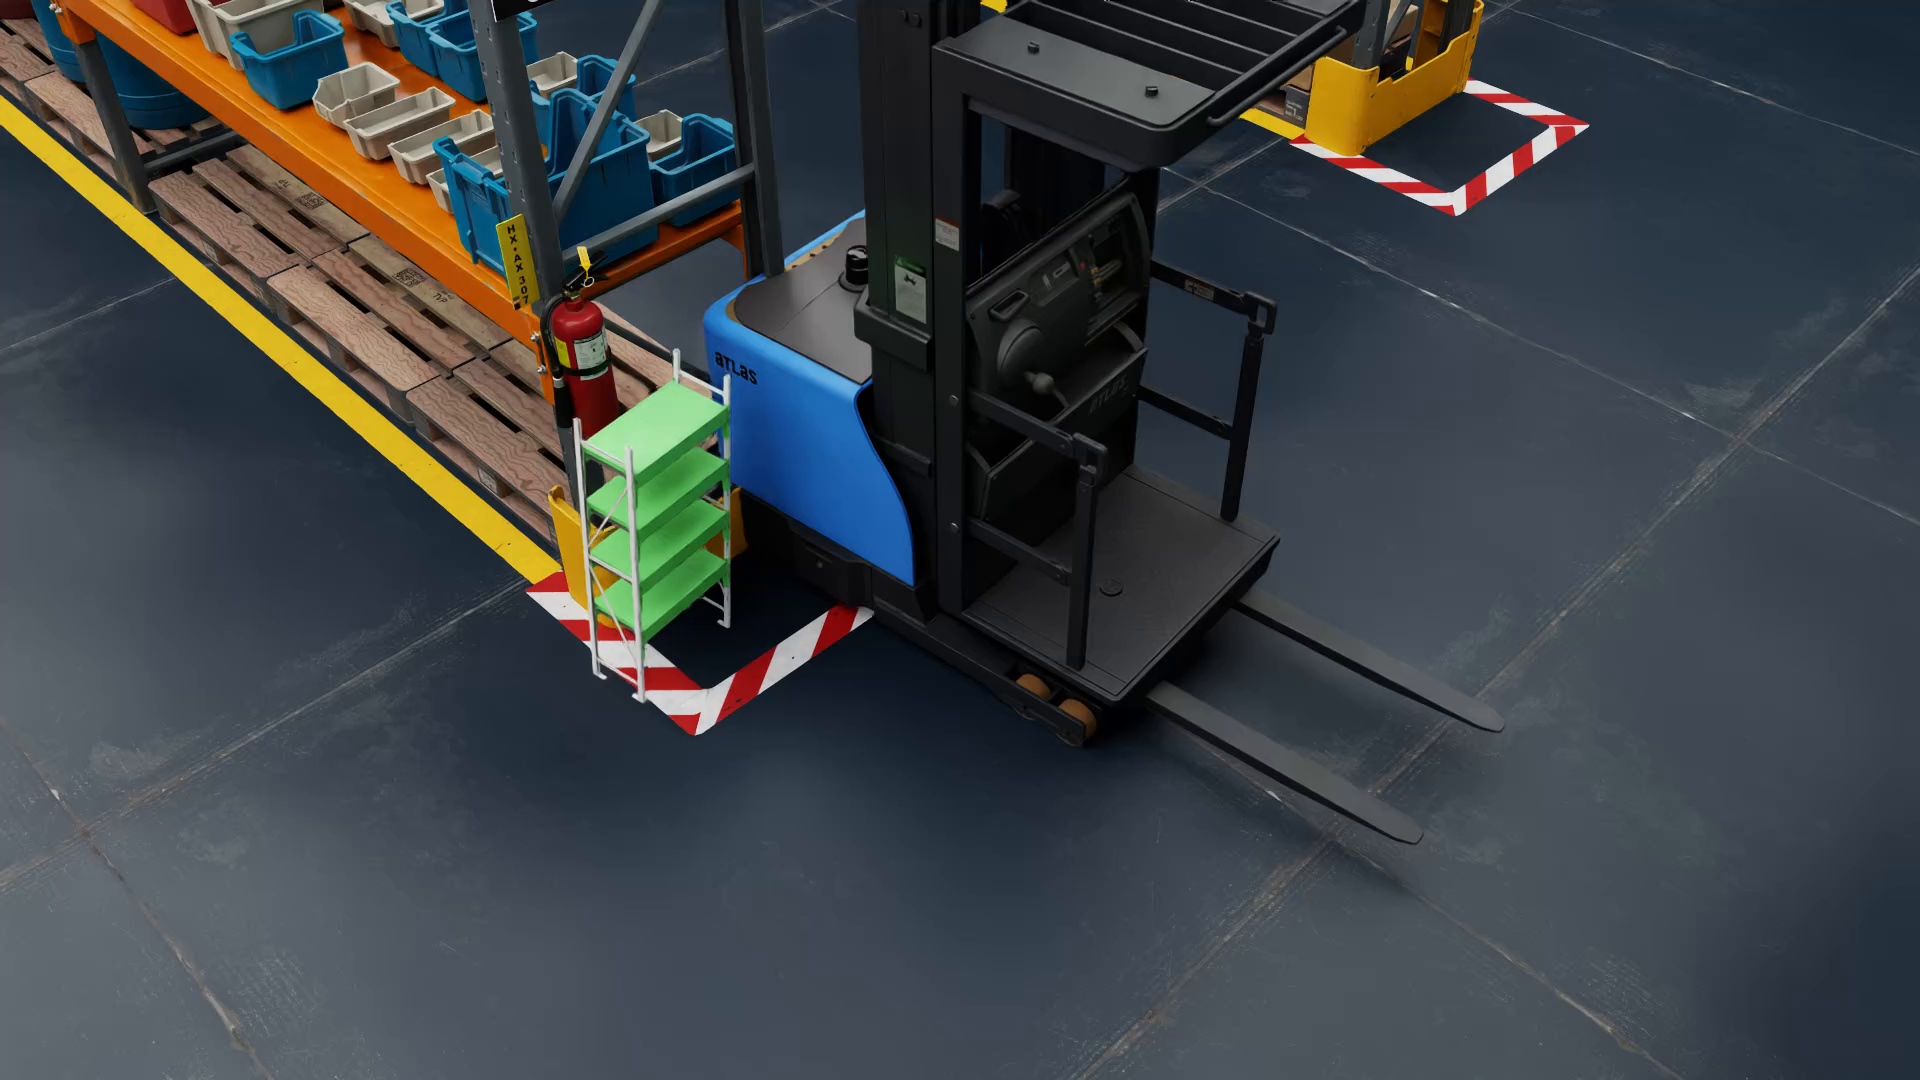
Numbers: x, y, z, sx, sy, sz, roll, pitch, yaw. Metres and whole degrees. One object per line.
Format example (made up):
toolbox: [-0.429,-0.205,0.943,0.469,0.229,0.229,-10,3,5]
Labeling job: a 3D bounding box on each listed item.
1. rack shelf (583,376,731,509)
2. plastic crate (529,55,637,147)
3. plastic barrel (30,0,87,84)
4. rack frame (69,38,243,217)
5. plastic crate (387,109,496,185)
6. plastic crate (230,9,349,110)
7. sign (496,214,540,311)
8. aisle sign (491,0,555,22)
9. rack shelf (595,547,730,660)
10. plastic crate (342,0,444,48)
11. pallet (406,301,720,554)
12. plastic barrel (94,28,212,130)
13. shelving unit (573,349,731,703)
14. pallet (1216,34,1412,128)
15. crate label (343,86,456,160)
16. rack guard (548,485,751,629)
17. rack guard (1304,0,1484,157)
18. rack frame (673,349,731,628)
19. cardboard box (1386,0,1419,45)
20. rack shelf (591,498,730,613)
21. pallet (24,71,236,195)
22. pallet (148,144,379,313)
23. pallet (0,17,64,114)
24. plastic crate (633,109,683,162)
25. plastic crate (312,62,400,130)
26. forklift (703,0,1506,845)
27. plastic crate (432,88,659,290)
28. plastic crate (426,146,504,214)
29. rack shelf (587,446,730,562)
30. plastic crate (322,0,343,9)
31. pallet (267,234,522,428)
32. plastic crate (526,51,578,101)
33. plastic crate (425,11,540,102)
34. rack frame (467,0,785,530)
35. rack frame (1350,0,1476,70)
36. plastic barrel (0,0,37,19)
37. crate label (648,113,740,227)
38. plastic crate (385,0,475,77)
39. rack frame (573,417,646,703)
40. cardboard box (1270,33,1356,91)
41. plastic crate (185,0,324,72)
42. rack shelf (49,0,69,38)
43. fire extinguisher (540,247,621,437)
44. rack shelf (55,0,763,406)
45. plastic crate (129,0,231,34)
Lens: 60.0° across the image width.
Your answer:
rack shelf: [-1.023,-0.334,5.584,0.258,0.148,0.480,27,46,21]
plastic crate: [-1.459,-1.663,6.418,0.416,0.233,0.300,-34,53,-31]
plastic barrel: [-4.750,-3.025,9.050,0.600,0.901,0.708,-34,53,-31]
rack frame: [-3.878,-3.032,7.820,1.000,3.000,0.127,-34,53,-31]
plastic crate: [-1.952,-1.486,6.298,0.396,0.136,0.243,-34,53,-31]
plastic crate: [-2.685,-1.934,6.712,0.416,0.233,0.300,-34,53,-31]
sign: [-1.431,-0.898,5.391,0.100,0.325,0.005,-34,53,-31]
aisle sign: [-1.210,-1.889,4.669,0.394,0.787,0.004,-34,53,-31]
rack shelf: [-1.090,0.195,6.068,0.258,0.148,0.480,27,46,21]
plastic crate: [-2.435,-2.264,7.140,0.293,0.136,0.466,-34,53,-31]
pallet: [-1.608,-0.500,7.136,1.003,0.211,1.213,-34,53,-31]
plastic barrel: [-4.250,-2.685,8.682,0.600,0.901,0.708,-34,53,-31]
shelving unit: [-1.062,-0.028,5.864,0.258,1.200,0.503,27,46,21]
pallet: [1.839,-2.877,9.708,1.003,0.211,1.213,-34,53,-31]
crate label: [-2.166,-1.608,6.430,0.396,0.136,0.243,-34,53,-31]
rack guard: [-1.027,-0.186,6.583,1.175,0.500,0.348,-34,53,-31]
rack guard: [2.403,-2.600,9.195,1.175,0.500,0.348,-34,53,-31]
rack frame: [-0.929,-0.157,6.023,0.240,1.200,0.015,27,46,21]
cardboard box: [2.404,-2.962,9.522,0.380,0.149,0.250,-34,53,-31]
rack shelf: [-1.068,0.019,5.906,0.258,0.148,0.480,27,46,21]
pallet: [-4.393,-2.398,9.190,1.003,0.211,1.213,-34,53,-31]
pallet: [-3.331,-1.673,8.405,1.003,0.211,1.213,-34,53,-31]
pallet: [-5.259,-2.984,9.824,1.003,0.211,1.213,-34,53,-31]
plastic crate: [-1.162,-1.505,6.318,0.250,0.136,0.298,-34,53,-31]
plastic crate: [-2.388,-1.741,6.574,0.298,0.136,0.250,-34,53,-31]
forklift: [0.502,-0.752,5.404,3.031,2.935,1.130,29,50,27]
plastic crate: [-1.422,-1.216,5.785,0.616,0.435,0.499,-34,53,-31]
plastic crate: [-1.757,-1.340,6.140,0.396,0.136,0.243,-34,53,-31]
rack shelf: [-1.045,-0.157,5.745,0.258,0.148,0.480,27,46,21]
plastic crate: [-2.897,-2.543,7.451,0.437,0.125,0.590,-34,53,-31]
pallet: [-2.465,-1.086,7.770,1.003,0.211,1.213,-34,53,-31]
plastic crate: [-1.641,-1.831,6.671,0.250,0.136,0.298,-34,53,-31]
plastic crate: [-1.924,-1.979,6.761,0.416,0.233,0.300,-34,53,-31]
rack frame: [-1.053,-1.109,5.740,1.000,3.000,0.127,-34,53,-31]
rack frame: [2.457,-3.482,8.308,1.000,3.000,0.127,-34,53,-31]
plastic barrel: [-5.548,-3.453,9.744,0.600,0.588,0.708,-34,53,-31]
crate label: [-0.994,-1.346,6.076,0.416,0.233,0.303,-34,53,-31]
plastic crate: [-2.136,-2.123,6.917,0.416,0.233,0.300,-34,53,-31]
rack frame: [-1.195,0.100,5.705,0.240,1.200,0.015,27,46,21]
cardboard box: [1.898,-2.868,9.162,0.500,0.500,0.500,-34,53,-31]
plastic crate: [-2.930,-2.188,6.951,0.437,0.282,0.530,-34,53,-31]
rack shelf: [-5.290,-3.728,9.105,1.077,0.370,4.000,-34,53,-31]
fire extinguisher: [-1.268,-0.654,5.579,0.296,0.674,0.183,-34,53,-31]
rack shelf: [-2.465,-1.806,7.025,1.077,0.370,4.000,-34,53,-31]
plastic crate: [-3.425,-2.528,7.184,0.402,0.464,0.583,-34,53,-31]
